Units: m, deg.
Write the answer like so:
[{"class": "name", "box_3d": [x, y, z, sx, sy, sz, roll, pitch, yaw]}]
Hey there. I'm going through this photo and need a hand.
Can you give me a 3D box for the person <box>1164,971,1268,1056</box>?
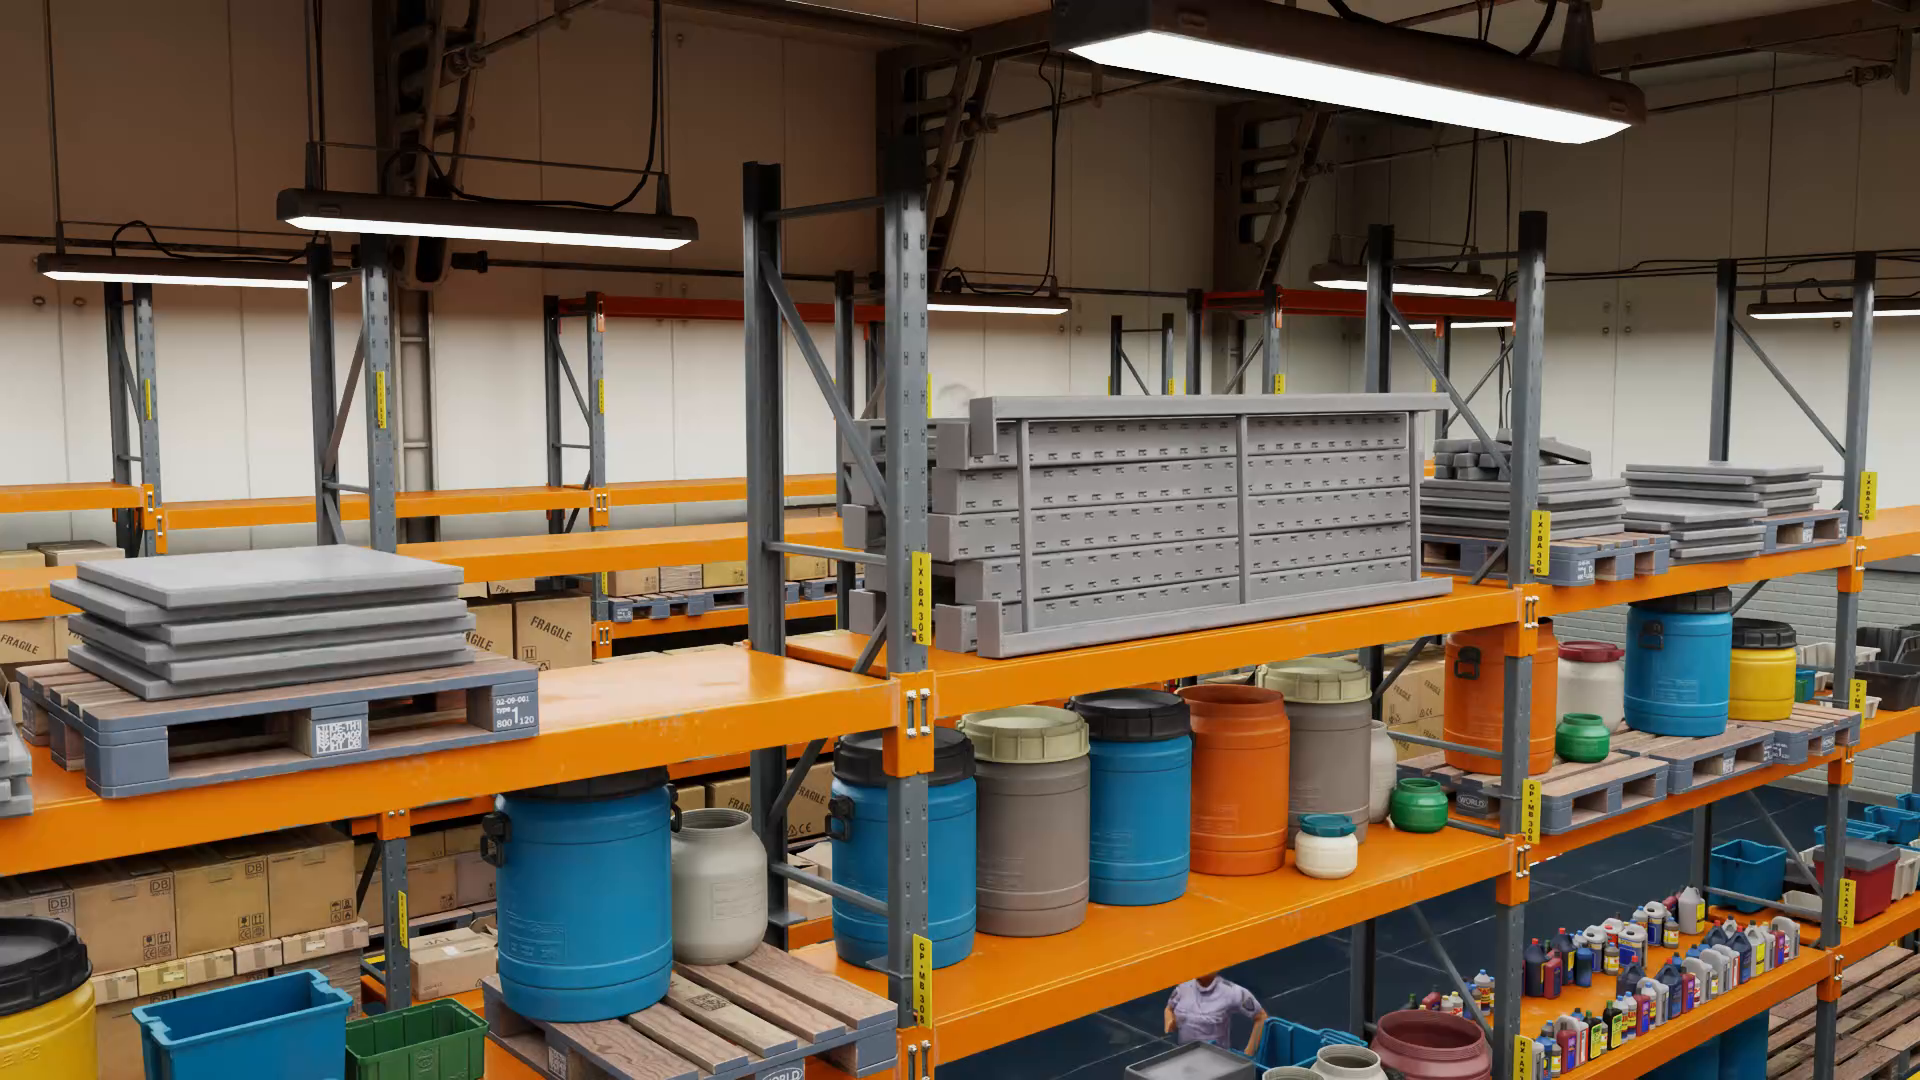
[{"class": "person", "box_3d": [1.568, 3.322, 10.471, 0.907, 1.638, 0.637, -5, 7, -43]}]
